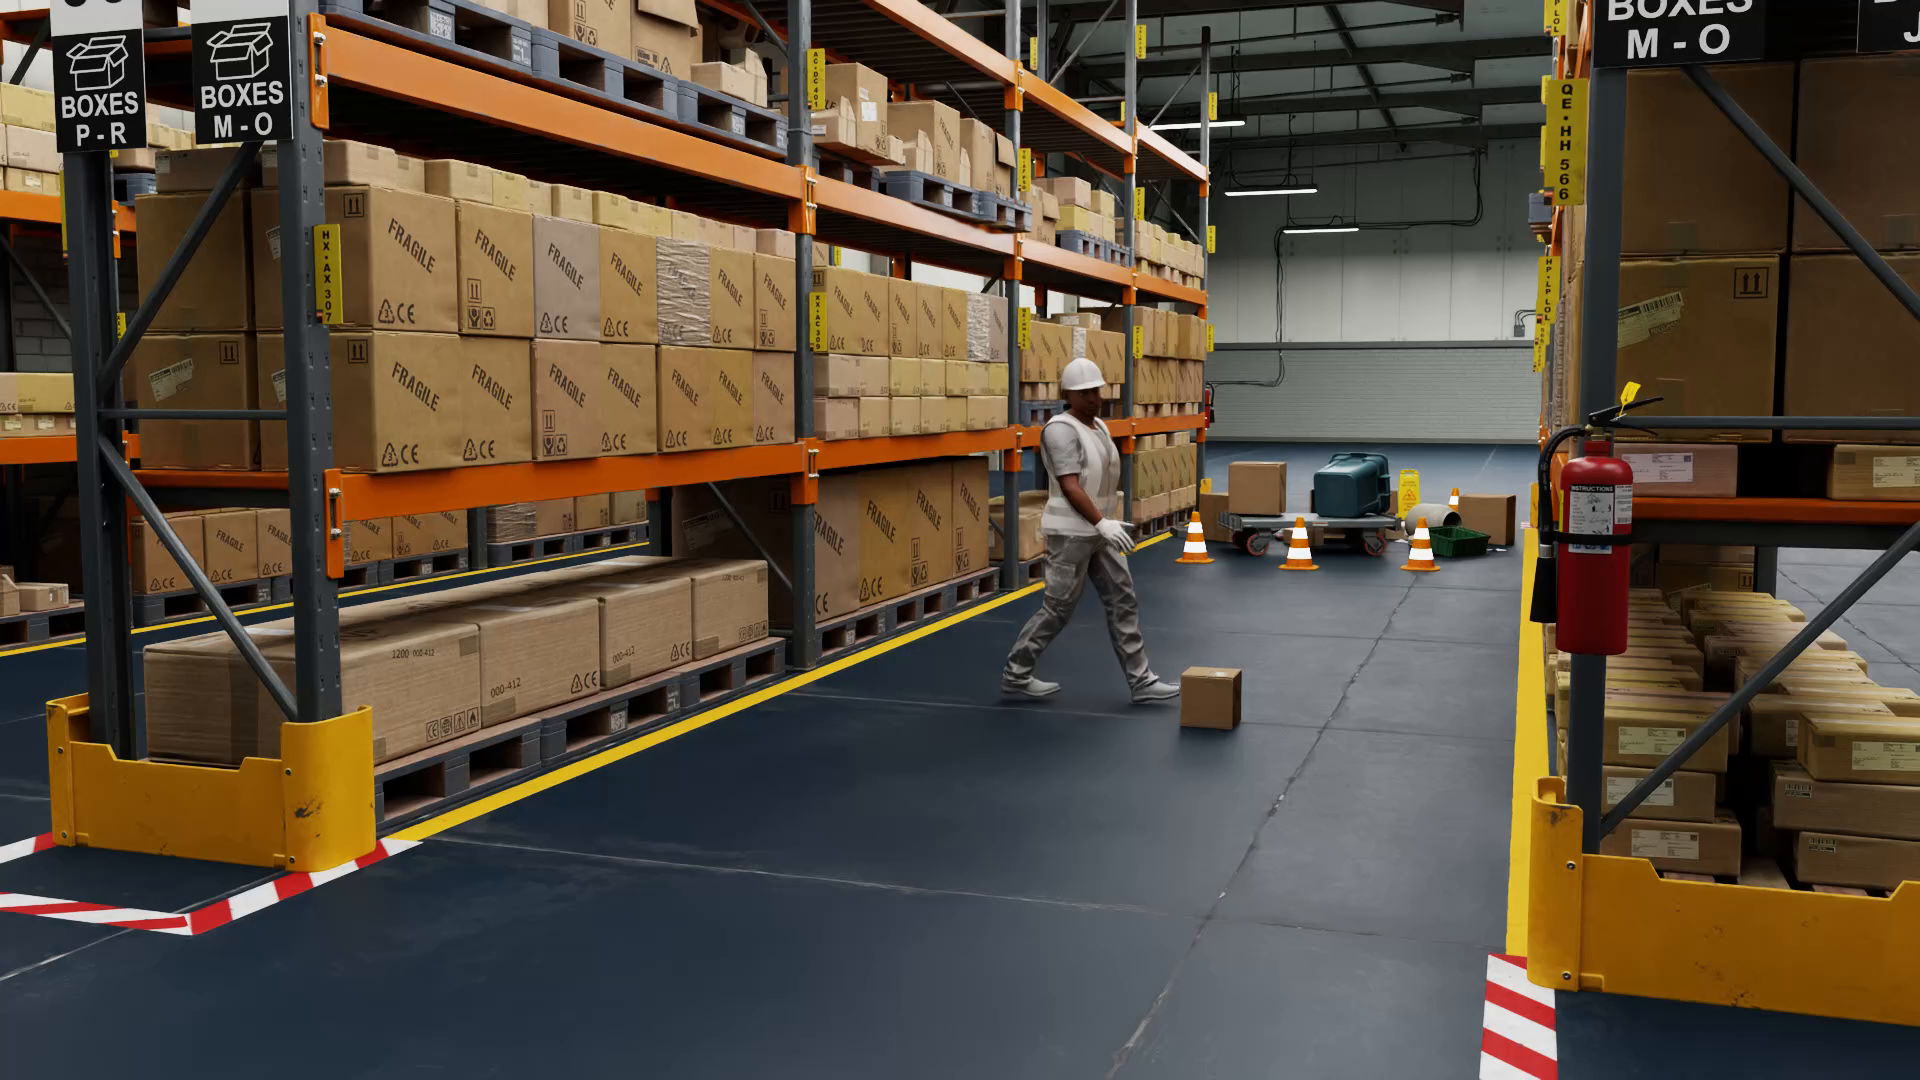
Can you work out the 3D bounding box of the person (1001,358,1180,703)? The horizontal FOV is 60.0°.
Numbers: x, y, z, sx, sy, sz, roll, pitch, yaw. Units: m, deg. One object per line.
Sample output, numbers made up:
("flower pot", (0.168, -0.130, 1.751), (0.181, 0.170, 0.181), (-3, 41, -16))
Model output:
("person", (0.652, -0.033, 8.334), (0.910, 1.747, 0.564), (3, 6, 30))
